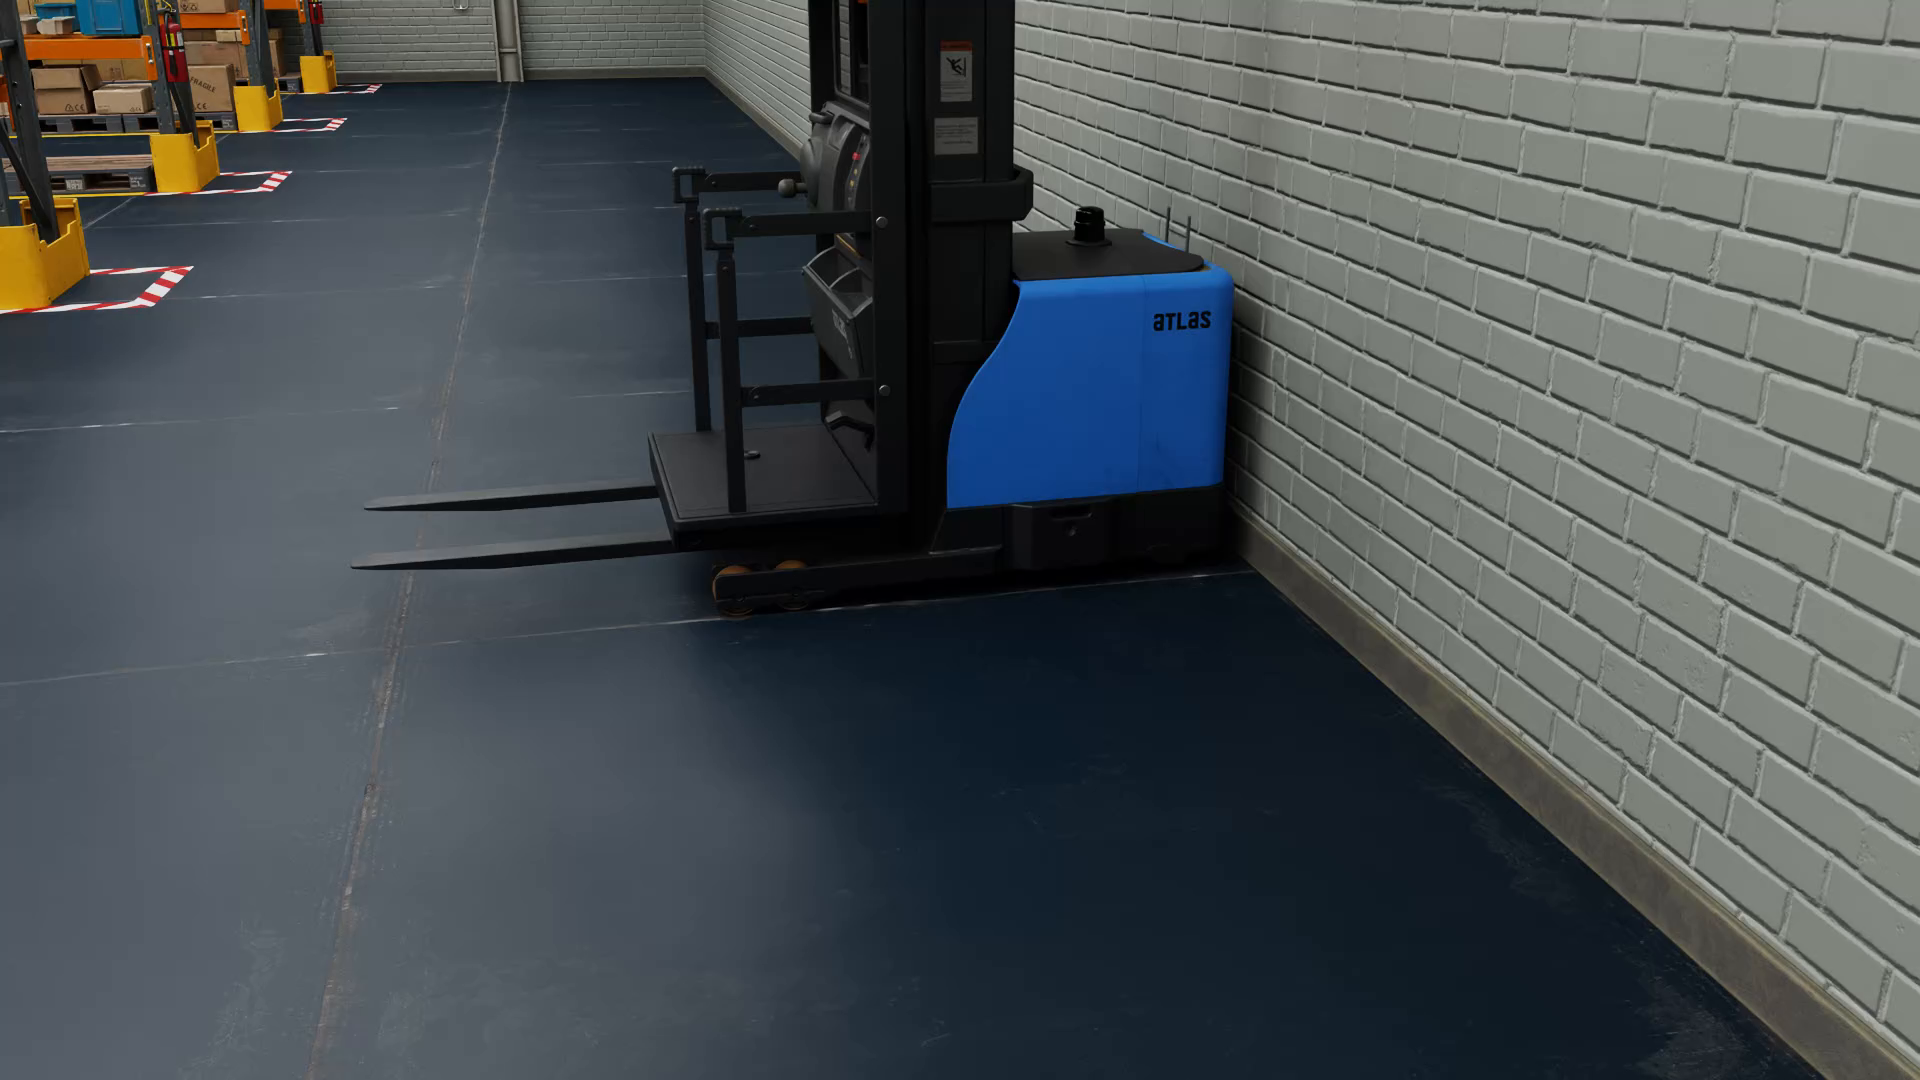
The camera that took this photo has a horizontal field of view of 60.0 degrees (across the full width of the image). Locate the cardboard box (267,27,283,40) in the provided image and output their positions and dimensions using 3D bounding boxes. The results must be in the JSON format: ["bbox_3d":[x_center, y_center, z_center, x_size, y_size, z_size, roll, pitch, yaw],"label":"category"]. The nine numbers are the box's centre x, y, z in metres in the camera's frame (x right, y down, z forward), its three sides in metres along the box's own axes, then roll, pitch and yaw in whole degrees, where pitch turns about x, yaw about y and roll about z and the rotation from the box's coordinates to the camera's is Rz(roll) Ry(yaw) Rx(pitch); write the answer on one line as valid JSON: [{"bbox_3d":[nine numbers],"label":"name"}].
[{"bbox_3d":[-9.933,-7.301,23.965,0.250,0.149,0.380,-5,21,-12],"label":"cardboard box"}]

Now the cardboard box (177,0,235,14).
[{"bbox_3d":[-8.580,-6.247,18.863,0.500,0.500,0.500,-4,20,-11],"label":"cardboard box"}]

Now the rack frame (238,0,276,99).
[{"bbox_3d":[-8.207,-6.327,19.225,0.127,3.000,1.000,-5,21,-12],"label":"rack frame"}]

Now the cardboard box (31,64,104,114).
[{"bbox_3d":[-10.272,-5.195,19.126,0.637,0.503,0.797,-5,21,-12],"label":"cardboard box"}]

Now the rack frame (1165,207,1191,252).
[{"bbox_3d":[0.786,-0.643,6.316,0.006,1.200,0.240,-3,20,-13],"label":"rack frame"}]

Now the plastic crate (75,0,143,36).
[{"bbox_3d":[-7.354,-4.624,14.439,0.499,0.435,0.616,-5,21,-12],"label":"plastic crate"}]

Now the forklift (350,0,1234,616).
[{"bbox_3d":[-0.610,-1.321,5.660,3.031,2.935,1.130,-5,21,-14],"label":"forklift"}]

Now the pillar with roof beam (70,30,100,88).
[{"bbox_3d":[-11.770,-9.389,18.863,0.400,9.000,9.100,-5,21,-12],"label":"pillar with roof beam"}]

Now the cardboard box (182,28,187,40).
[{"bbox_3d":[-11.166,-7.200,23.689,0.250,0.149,0.380,-4,21,-12],"label":"cardboard box"}]

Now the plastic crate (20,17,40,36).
[{"bbox_3d":[-8.108,-4.430,14.342,0.243,0.136,0.396,-5,21,-12],"label":"plastic crate"}]

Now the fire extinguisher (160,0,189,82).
[{"bbox_3d":[-6.819,-4.317,14.393,0.183,0.674,0.296,-5,21,-12],"label":"fire extinguisher"}]

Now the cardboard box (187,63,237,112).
[{"bbox_3d":[-8.679,-5.234,19.237,0.500,0.500,0.500,-5,21,-12],"label":"cardboard box"}]

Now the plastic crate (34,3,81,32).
[{"bbox_3d":[-8.027,-4.657,14.822,0.300,0.233,0.416,-5,21,-12],"label":"plastic crate"}]

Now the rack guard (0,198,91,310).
[{"bbox_3d":[-5.908,-1.839,10.608,0.348,0.500,1.175,-5,21,-12],"label":"rack guard"}]

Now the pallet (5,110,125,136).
[{"bbox_3d":[-10.241,-4.853,19.255,1.213,0.211,1.003,-5,21,-12],"label":"pallet"}]

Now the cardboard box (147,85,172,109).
[{"bbox_3d":[-9.288,-5.255,19.656,0.500,0.250,0.500,-5,21,-12],"label":"cardboard box"}]

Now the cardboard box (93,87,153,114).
[{"bbox_3d":[-9.611,-5.052,19.102,0.500,0.250,0.500,-5,21,-12],"label":"cardboard box"}]

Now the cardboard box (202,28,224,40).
[{"bbox_3d":[-10.669,-7.241,23.801,0.250,0.149,0.380,-4,21,-12],"label":"cardboard box"}]

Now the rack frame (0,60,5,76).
[{"bbox_3d":[-13.243,-7.668,22.887,0.127,3.000,1.000,-5,21,-12],"label":"rack frame"}]

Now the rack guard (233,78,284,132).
[{"bbox_3d":[-8.281,-5.147,19.639,0.348,0.500,1.175,-5,21,-12],"label":"rack guard"}]

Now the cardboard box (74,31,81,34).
[{"bbox_3d":[-12.116,-6.987,23.108,0.250,0.149,0.380,-4,20,-11],"label":"cardboard box"}]

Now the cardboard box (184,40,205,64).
[{"bbox_3d":[-10.985,-6.840,23.649,0.500,0.500,0.700,-5,21,-14],"label":"cardboard box"}]

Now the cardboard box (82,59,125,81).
[{"bbox_3d":[-12.002,-6.755,23.418,0.500,0.500,0.700,-5,21,-13],"label":"cardboard box"}]

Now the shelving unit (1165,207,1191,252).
[{"bbox_3d":[0.875,-0.647,6.337,0.189,1.200,0.258,-3,20,-13],"label":"shelving unit"}]

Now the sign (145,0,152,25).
[{"bbox_3d":[-6.928,-4.562,14.171,0.005,0.325,0.100,-5,21,-12],"label":"sign"}]

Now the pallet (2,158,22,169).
[{"bbox_3d":[-9.067,-3.212,14.775,1.213,0.211,1.003,-5,21,-12],"label":"pallet"}]

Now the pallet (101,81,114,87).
[{"bbox_3d":[-12.485,-6.393,23.459,1.213,0.211,1.003,-5,21,-12],"label":"pallet"}]

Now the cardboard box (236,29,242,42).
[{"bbox_3d":[-10.092,-7.153,23.560,0.250,0.149,0.380,-5,21,-13],"label":"cardboard box"}]

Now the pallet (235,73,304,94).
[{"bbox_3d":[-10.111,-6.586,23.987,1.213,0.211,1.003,-5,21,-12],"label":"pallet"}]

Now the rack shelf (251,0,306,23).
[{"bbox_3d":[-11.297,-7.489,23.443,4.000,0.370,1.077,-5,21,-12],"label":"rack shelf"}]

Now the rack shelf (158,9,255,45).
[{"bbox_3d":[-10.153,-5.831,18.917,4.000,0.370,1.077,-5,21,-12],"label":"rack shelf"}]

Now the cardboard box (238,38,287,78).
[{"bbox_3d":[-10.009,-6.919,23.866,0.500,0.500,0.700,-5,21,-12],"label":"cardboard box"}]

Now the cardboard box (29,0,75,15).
[{"bbox_3d":[-10.061,-6.128,18.536,0.500,0.500,0.500,-5,21,-13],"label":"cardboard box"}]
